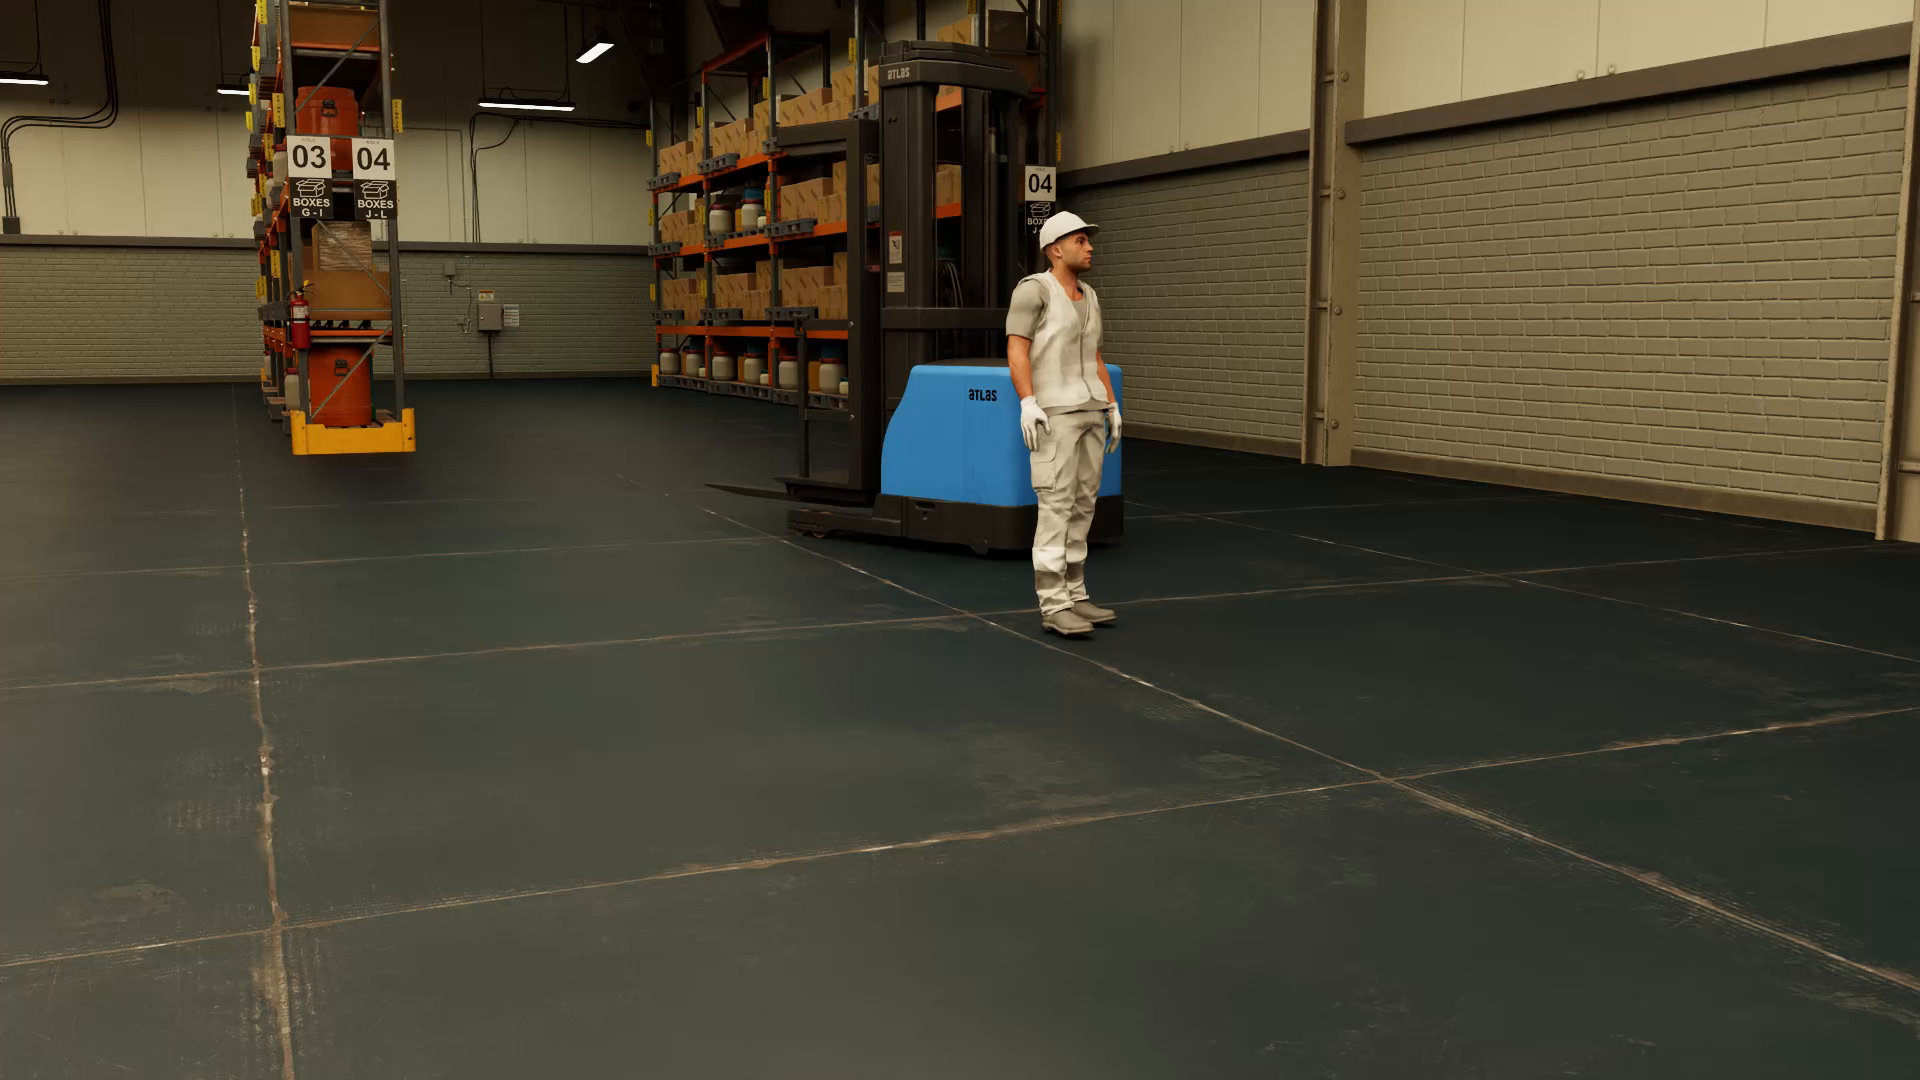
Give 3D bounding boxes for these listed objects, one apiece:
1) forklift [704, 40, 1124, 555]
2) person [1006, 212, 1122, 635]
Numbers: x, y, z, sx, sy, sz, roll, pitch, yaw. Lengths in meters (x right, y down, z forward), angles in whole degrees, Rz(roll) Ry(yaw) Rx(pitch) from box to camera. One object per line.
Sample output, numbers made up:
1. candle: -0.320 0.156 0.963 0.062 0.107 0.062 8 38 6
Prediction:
1. forklift: -0.436 -1.509 10.383 3.031 2.935 1.130 7 10 44
2. person: 0.521 -0.521 7.208 0.561 1.790 0.637 7 10 43
